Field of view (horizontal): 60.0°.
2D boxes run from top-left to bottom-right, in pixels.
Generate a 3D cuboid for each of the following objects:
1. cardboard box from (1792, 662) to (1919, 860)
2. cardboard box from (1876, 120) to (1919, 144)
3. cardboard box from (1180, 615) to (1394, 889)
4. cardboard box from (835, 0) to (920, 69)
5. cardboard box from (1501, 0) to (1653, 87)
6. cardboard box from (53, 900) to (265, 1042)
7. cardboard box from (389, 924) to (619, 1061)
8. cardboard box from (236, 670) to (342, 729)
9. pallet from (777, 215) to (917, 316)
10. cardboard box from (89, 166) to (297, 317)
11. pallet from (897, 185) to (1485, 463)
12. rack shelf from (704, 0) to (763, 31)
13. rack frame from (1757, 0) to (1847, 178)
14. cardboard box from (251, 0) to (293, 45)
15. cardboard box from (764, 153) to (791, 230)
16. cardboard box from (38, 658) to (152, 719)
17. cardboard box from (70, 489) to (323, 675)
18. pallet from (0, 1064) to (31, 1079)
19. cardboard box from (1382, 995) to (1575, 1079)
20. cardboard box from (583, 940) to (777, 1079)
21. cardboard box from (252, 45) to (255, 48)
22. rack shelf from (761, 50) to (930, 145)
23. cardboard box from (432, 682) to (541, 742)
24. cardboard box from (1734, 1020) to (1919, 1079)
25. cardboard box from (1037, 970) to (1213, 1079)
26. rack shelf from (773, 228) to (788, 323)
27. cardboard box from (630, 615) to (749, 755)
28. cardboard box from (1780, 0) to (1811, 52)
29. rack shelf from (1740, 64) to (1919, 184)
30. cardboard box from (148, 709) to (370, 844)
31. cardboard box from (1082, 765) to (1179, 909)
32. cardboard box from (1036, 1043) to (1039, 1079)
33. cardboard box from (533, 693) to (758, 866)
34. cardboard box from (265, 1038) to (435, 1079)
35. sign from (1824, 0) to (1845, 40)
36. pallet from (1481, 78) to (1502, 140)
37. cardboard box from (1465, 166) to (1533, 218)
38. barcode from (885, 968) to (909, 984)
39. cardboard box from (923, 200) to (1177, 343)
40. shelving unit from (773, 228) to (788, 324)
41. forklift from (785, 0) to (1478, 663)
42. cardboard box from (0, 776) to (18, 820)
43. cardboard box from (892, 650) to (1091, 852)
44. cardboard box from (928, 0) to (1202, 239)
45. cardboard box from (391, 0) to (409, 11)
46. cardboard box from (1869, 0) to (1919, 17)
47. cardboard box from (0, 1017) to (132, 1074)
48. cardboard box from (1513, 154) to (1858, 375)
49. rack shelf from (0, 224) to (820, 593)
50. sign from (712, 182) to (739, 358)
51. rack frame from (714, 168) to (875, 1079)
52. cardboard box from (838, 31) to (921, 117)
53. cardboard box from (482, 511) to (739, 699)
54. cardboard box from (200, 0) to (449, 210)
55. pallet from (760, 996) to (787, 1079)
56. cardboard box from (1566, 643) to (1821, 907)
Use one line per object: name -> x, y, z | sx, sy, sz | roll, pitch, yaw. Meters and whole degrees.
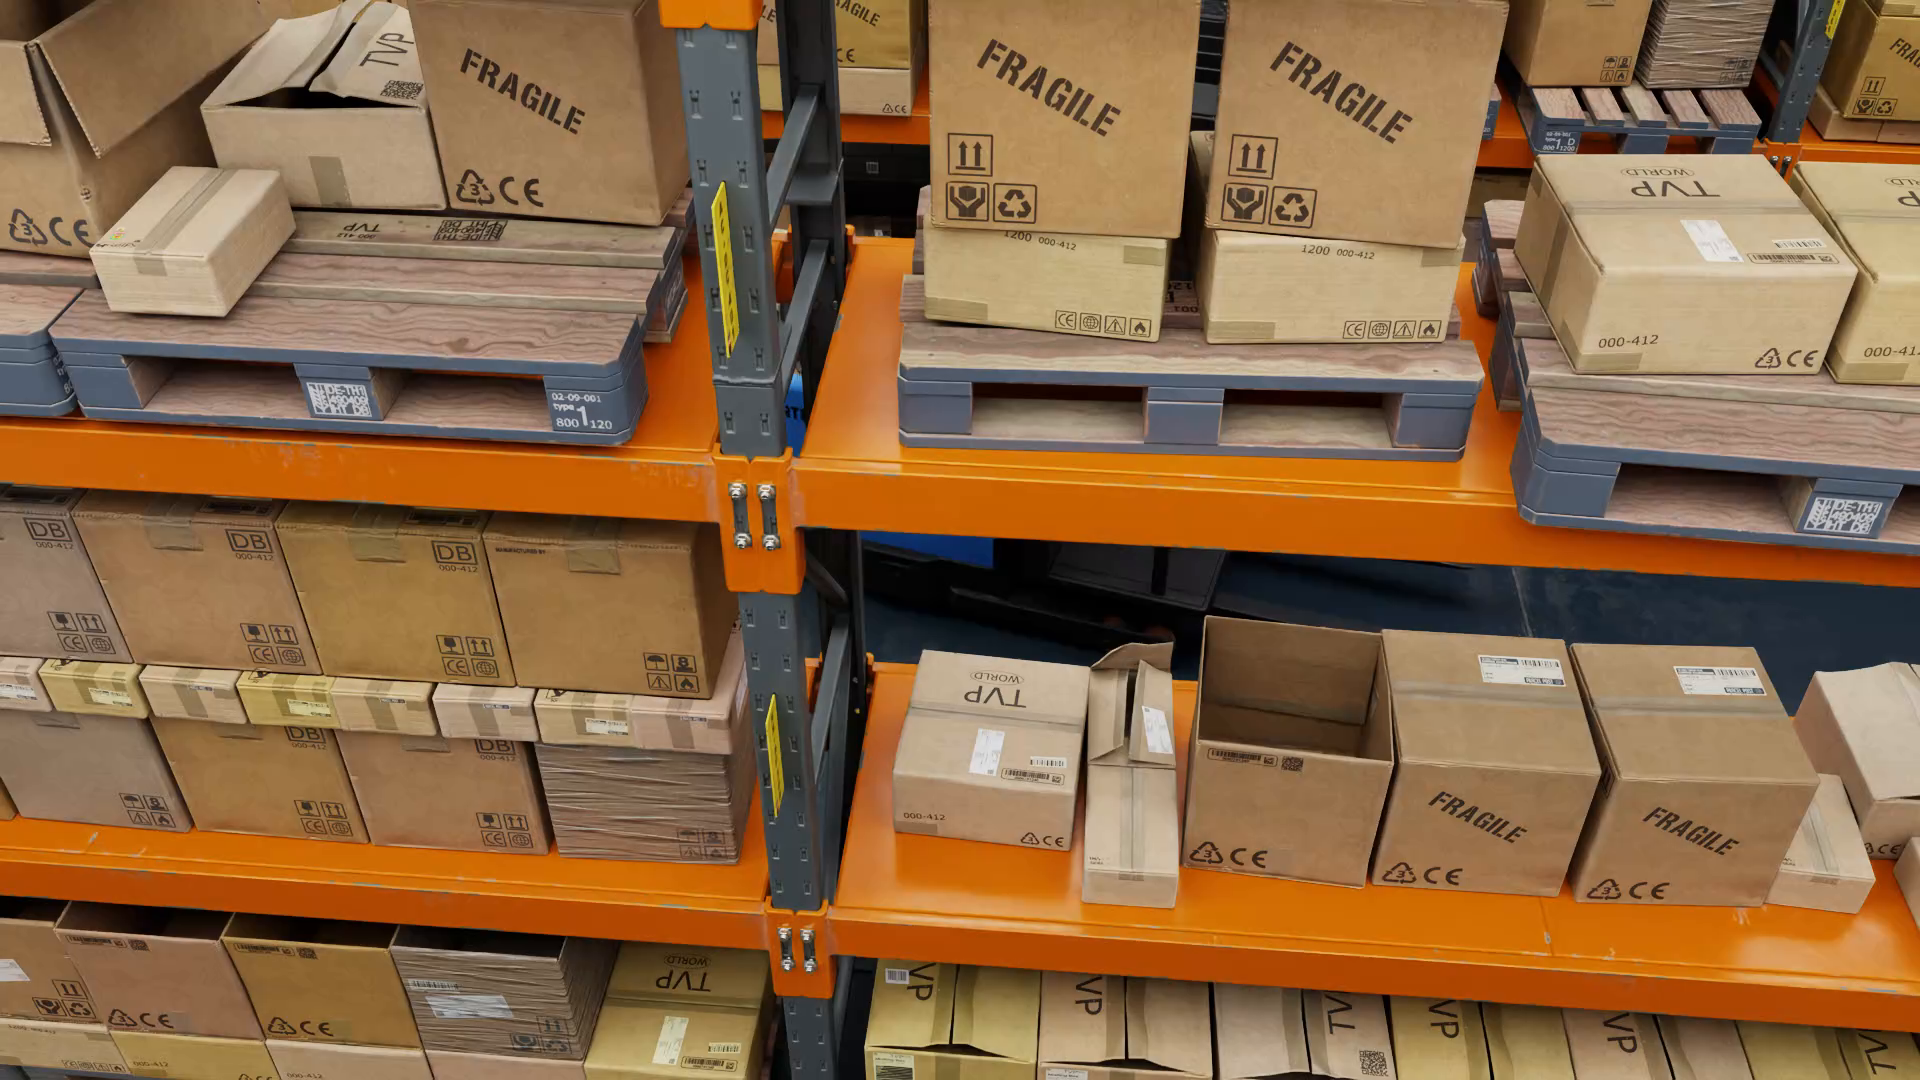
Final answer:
cardboard box -> 2.714, 0.619, 4.684 | 0.500, 0.311, 0.500 | 3, 39, 3
cardboard box -> 4.570, -2.088, 8.122 | 0.250, 0.149, 0.380 | 4, 39, 4
cardboard box -> 0.892, 0.579, 4.583 | 0.500, 0.500, 0.500 | 6, 40, 7
cardboard box -> -0.471, -2.650, 8.139 | 0.500, 0.500, 0.500 | 3, 39, 4
cardboard box -> 2.984, -2.603, 8.144 | 0.500, 0.500, 0.700 | 0, 39, 0
cardboard box -> -2.373, 1.185, 5.170 | 0.500, 0.500, 0.500 | 3, 39, 4
cardboard box -> -1.375, 1.228, 5.117 | 0.500, 0.500, 0.500 | 3, 39, 4
cardboard box -> -1.700, 0.310, 4.400 | 0.250, 0.149, 0.380 | 3, 39, 4
pallet -> -0.645, -1.511, 9.440 | 1.213, 0.211, 1.003 | 3, 39, 4
cardboard box -> -1.622, -0.640, 3.539 | 0.250, 0.149, 0.380 | 3, 39, 4
pallet -> 0.483, -0.512, 3.778 | 1.217, 0.209, 0.805 | 2, 39, 2
rack shelf -> 1.596, -1.246, 3.040 | 4.000, 0.370, 1.077 | 3, 39, 4
rack frame -> 4.012, -2.361, 8.274 | 0.127, 3.000, 1.000 | 3, 39, 4
cardboard box -> -3.509, -2.822, 8.349 | 0.500, 0.500, 0.500 | 3, 39, 4
cardboard box -> -1.011, -1.811, 9.230 | 0.500, 0.500, 0.500 | 0, 39, 0
cardboard box -> -2.216, 0.284, 4.432 | 0.250, 0.149, 0.380 | 4, 39, 5
cardboard box -> -1.842, -0.079, 4.364 | 0.500, 0.500, 0.700 | 3, 39, 4
pallet -> -3.616, 1.416, 5.843 | 1.213, 0.211, 1.003 | 3, 39, 4
cardboard box -> 1.525, 1.485, 4.950 | 0.500, 0.311, 0.500 | 4, 39, 5
cardboard box -> -0.878, 1.553, 5.311 | 0.500, 0.250, 0.500 | 3, 39, 4
cardboard box -> -3.500, -2.520, 8.572 | 0.500, 0.250, 0.500 | 2, 39, 3
rack shelf -> -1.966, -2.408, 8.903 | 4.000, 0.370, 1.077 | 3, 39, 4
cardboard box -> -1.194, 0.339, 4.364 | 0.250, 0.149, 0.380 | 2, 39, 3
cardboard box -> 2.527, 1.543, 4.879 | 0.500, 0.311, 0.500 | 3, 39, 3
cardboard box -> 0.492, 1.433, 5.015 | 0.500, 0.311, 0.500 | 3, 39, 3
rack shelf -> -1.047, -1.178, 7.391 | 0.720, 0.370, 0.431 | 12, 41, 15
cardboard box -> -0.686, 0.367, 4.330 | 0.250, 0.149, 0.380 | 3, 39, 4
cardboard box -> 4.505, -2.663, 8.314 | 0.500, 0.500, 0.500 | 3, 39, 4
rack shelf -> 6.004, -1.973, 8.367 | 4.000, 0.370, 1.077 | 3, 39, 4
cardboard box -> -1.865, 0.424, 4.774 | 0.500, 0.500, 0.700 | 4, 39, 5
cardboard box -> 0.468, 0.811, 4.576 | 0.250, 0.149, 0.380 | 3, 39, 4
cardboard box -> 0.493, 1.647, 5.196 | 0.500, 0.250, 0.500 | 4, 39, 5
cardboard box -> -0.839, 0.478, 4.707 | 0.500, 0.500, 0.700 | 2, 39, 3
cardboard box -> -1.874, 1.502, 5.375 | 0.500, 0.250, 0.500 | 3, 39, 4
sign -> 3.974, -2.437, 7.514 | 0.005, 0.325, 0.100 | 3, 39, 4
pallet -> 2.036, -2.368, 8.435 | 1.213, 0.211, 1.003 | 3, 39, 4
cardboard box -> 2.728, -1.929, 8.782 | 0.500, 0.250, 0.500 | 4, 39, 5
barcode -> -0.179, 1.239, 4.722 | 0.075, 0.075, 0.001 | 3, 39, 4
cardboard box -> 0.216, -0.691, 3.633 | 0.500, 0.250, 0.500 | 7, 40, 8
shelving unit -> -1.047, -0.875, 7.637 | 0.755, 1.500, 0.431 | 12, 41, 15
forklift -> 0.733, -0.987, 6.641 | 3.031, 2.935, 1.130 | 12, 41, 15
cardboard box -> -2.900, 0.370, 4.840 | 0.500, 0.500, 0.700 | 3, 39, 4
cardboard box -> 0.097, 0.595, 4.762 | 0.500, 0.250, 0.500 | 5, 39, 7
cardboard box -> 0.214, -0.963, 3.373 | 0.500, 0.500, 0.500 | 4, 39, 4
cardboard box -> -2.503, -2.756, 8.269 | 0.500, 0.500, 0.500 | 2, 39, 2
cardboard box -> 4.471, -2.625, 7.674 | 0.500, 0.250, 0.500 | 4, 39, 5
cardboard box -> -2.870, 1.444, 5.445 | 0.500, 0.250, 0.500 | 3, 39, 4
cardboard box -> 1.503, -0.588, 3.506 | 0.500, 0.250, 0.500 | 0, 39, 0
rack shelf -> -2.389, -0.456, 4.128 | 4.000, 0.370, 1.077 | 3, 39, 4
sign -> -0.443, -0.508, 3.150 | 0.005, 0.325, 0.100 | 3, 39, 4
rack frame -> -0.397, 0.537, 4.714 | 0.127, 3.000, 1.000 | 3, 39, 4
cardboard box -> -0.471, -2.363, 8.380 | 0.500, 0.250, 0.500 | 3, 39, 4
cardboard box -> -0.839, -0.025, 4.298 | 0.500, 0.500, 0.700 | 3, 39, 4
cardboard box -> -1.414, -1.031, 3.892 | 0.500, 0.311, 0.500 | 1, 39, 1
pallet -> -1.186, 1.549, 5.680 | 1.213, 0.211, 1.003 | 3, 39, 4
cardboard box -> 1.915, 0.635, 4.514 | 0.500, 0.500, 0.500 | 1, 39, 1
